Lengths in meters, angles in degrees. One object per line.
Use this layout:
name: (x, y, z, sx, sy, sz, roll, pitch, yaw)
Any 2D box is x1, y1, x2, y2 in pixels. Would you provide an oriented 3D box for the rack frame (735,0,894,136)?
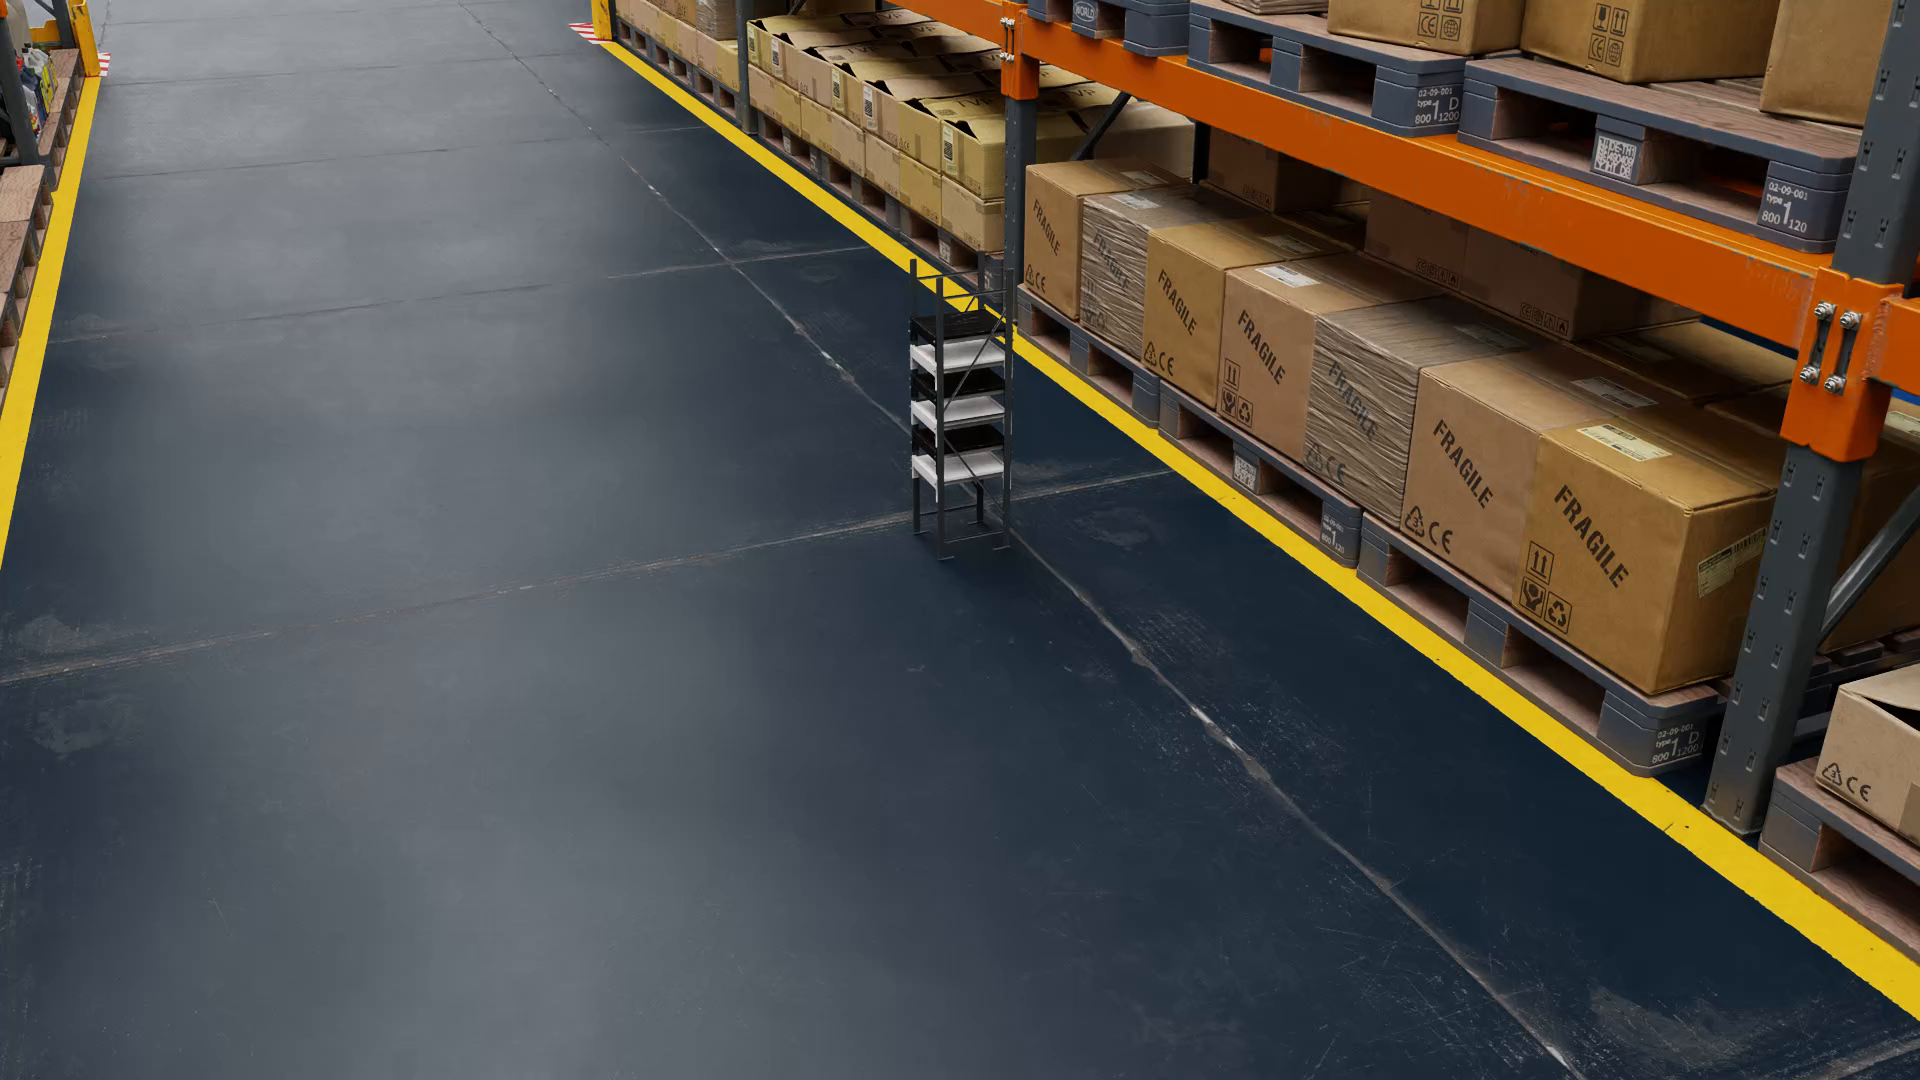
rack frame: (-0.897, -3.997, 10.018, 1.000, 3.000, 0.127, -11, 28, -21)

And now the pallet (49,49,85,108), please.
pallet: (-6.636, -3.158, 11.477, 1.003, 0.211, 1.213, -11, 28, -21)

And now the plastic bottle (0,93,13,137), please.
plastic bottle: (-5.427, -2.436, 9.415, 0.061, 0.283, 0.133, -11, 28, -21)

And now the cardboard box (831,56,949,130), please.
cardboard box: (-0.361, -2.372, 8.706, 0.500, 0.311, 0.500, -10, 28, -19)

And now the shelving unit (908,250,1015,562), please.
shelving unit: (0.003, -0.401, 5.046, 0.258, 0.900, 0.210, -11, 28, -21)

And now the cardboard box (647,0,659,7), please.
cardboard box: (-2.053, -4.246, 12.328, 0.500, 0.500, 0.500, -11, 28, -21)

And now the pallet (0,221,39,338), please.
pallet: (-4.631, -1.091, 7.243, 1.003, 0.211, 1.213, -11, 28, -21)

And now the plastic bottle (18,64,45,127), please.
plastic bottle: (-5.390, -2.552, 9.576, 0.144, 0.351, 0.185, -10, 28, -19)

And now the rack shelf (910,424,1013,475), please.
rack shelf: (0.003, -0.290, 5.100, 0.258, 0.077, 0.200, -11, 28, -21)

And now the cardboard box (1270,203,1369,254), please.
cardboard box: (1.454, -0.910, 6.043, 0.500, 0.500, 0.500, -12, 28, -22)

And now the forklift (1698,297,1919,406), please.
forklift: (2.815, -2.124, 6.260, 1.130, 2.935, 3.031, -10, 28, -19)

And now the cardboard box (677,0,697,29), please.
cardboard box: (-1.664, -3.842, 11.500, 0.500, 0.500, 0.500, -11, 28, -21)

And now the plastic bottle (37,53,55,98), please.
plastic bottle: (-5.772, -2.907, 10.389, 0.152, 0.276, 0.135, -11, 28, -22)

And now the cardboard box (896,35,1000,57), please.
cardboard box: (-0.072, -2.677, 9.330, 0.500, 0.311, 0.500, -11, 28, -21)

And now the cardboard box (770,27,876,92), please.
cardboard box: (-0.773, -2.790, 9.561, 0.500, 0.311, 0.500, -11, 28, -21)

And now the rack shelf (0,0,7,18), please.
rack shelf: (-4.673, -2.017, 6.782, 1.077, 0.370, 4.000, -11, 28, -21)

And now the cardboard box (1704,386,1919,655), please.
cardboard box: (2.271, -0.079, 4.341, 0.500, 0.500, 0.500, -12, 28, -23)

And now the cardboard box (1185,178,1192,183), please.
cardboard box: (0.735, -1.597, 7.758, 0.500, 0.250, 0.500, -11, 28, -21)

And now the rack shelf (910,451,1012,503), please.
rack shelf: (0.003, -0.209, 5.139, 0.258, 0.077, 0.200, -11, 28, -21)

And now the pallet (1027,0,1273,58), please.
pallet: (1.000, -2.034, 6.217, 1.213, 0.211, 1.003, -11, 28, -21)

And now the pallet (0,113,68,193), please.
pallet: (-5.681, -2.173, 9.459, 1.003, 0.211, 1.213, -11, 28, -21)

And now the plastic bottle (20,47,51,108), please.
plastic bottle: (-5.631, -2.800, 10.083, 0.144, 0.351, 0.185, -11, 28, -21)

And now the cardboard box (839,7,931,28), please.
cardboard box: (-0.475, -3.088, 10.172, 0.500, 0.311, 0.500, -11, 28, -21)

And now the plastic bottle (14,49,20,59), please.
plastic bottle: (-5.924, -2.948, 10.464, 0.061, 0.283, 0.133, -11, 28, -21)

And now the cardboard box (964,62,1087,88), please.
cardboard box: (0.324, -2.266, 8.489, 0.500, 0.311, 0.500, -11, 28, -22)

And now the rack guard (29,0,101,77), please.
rack guard: (-6.950, -3.616, 12.087, 1.175, 0.500, 0.348, -11, 28, -21)

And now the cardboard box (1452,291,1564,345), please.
cardboard box: (1.863, -0.495, 5.194, 0.500, 0.500, 0.500, -10, 28, -20)

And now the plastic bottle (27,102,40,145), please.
plastic bottle: (-5.178, -2.323, 9.197, 0.097, 0.271, 0.097, 0, 26, 0)

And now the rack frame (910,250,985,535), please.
rack frame: (-0.037, -0.442, 5.130, 0.240, 0.900, 0.006, -11, 28, -21)

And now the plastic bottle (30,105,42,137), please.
plastic bottle: (-5.257, -2.374, 9.381, 0.097, 0.201, 0.097, 0, 26, 0)

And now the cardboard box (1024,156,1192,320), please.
cardboard box: (0.585, -1.224, 6.685, 0.500, 0.500, 0.500, -9, 28, -18)

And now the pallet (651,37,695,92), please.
pallet: (-1.652, -3.566, 12.312, 1.003, 0.211, 1.213, -11, 28, -21)

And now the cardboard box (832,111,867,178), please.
cardboard box: (-0.364, -2.124, 8.837, 0.500, 0.250, 0.500, -10, 28, -20)

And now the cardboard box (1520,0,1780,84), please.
cardboard box: (1.929, -1.497, 4.306, 0.700, 0.500, 0.500, -6, 27, -12)

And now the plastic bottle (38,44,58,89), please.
plastic bottle: (-5.837, -3.029, 10.630, 0.061, 0.283, 0.133, -10, 28, -19)

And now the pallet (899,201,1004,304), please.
pallet: (0.383, -1.468, 8.017, 1.003, 0.211, 1.213, -11, 28, -21)

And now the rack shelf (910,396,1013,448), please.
rack shelf: (0.003, -0.371, 5.060, 0.258, 0.077, 0.200, -11, 28, -21)

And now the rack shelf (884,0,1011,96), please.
rack shelf: (-0.114, -2.866, 8.522, 1.077, 0.370, 4.000, -11, 28, -21)

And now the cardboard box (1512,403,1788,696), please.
cardboard box: (1.779, 0.008, 4.162, 0.500, 0.500, 0.500, -11, 28, -21)

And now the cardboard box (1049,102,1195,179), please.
cardboard box: (0.735, -1.849, 7.635, 0.500, 0.311, 0.500, -10, 28, -19)

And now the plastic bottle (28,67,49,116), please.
plastic bottle: (-5.491, -2.672, 9.898, 0.061, 0.283, 0.133, -9, 28, -18)

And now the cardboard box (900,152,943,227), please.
cardboard box: (0.034, -1.713, 7.996, 0.500, 0.250, 0.500, -11, 28, -21)

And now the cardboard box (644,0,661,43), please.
cardboard box: (-2.064, -3.907, 12.489, 0.500, 0.250, 0.500, -11, 28, -21)

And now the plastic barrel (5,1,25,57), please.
plastic barrel: (-6.498, -3.378, 11.107, 0.421, 0.512, 0.421, 0, 26, 0)

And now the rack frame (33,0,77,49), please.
rack frame: (-7.023, -4.762, 11.585, 1.000, 3.000, 0.127, -11, 28, -21)

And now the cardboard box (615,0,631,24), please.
cardboard box: (-2.458, -4.310, 13.314, 0.500, 0.250, 0.500, -11, 28, -21)

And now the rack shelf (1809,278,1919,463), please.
rack shelf: (3.019, 0.363, 1.907, 1.077, 0.370, 4.000, -11, 28, -21)

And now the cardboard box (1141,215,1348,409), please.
cardboard box: (0.987, -0.810, 5.838, 0.500, 0.500, 0.500, -11, 28, -21)

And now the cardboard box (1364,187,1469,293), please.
cardboard box: (1.682, -1.022, 5.417, 0.500, 0.250, 0.500, -11, 28, -22)

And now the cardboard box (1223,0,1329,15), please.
cardboard box: (1.202, -1.979, 5.292, 0.700, 0.500, 0.500, -5, 27, -11)

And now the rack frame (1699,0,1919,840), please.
rack frame: (2.236, -0.767, 3.403, 1.000, 3.000, 0.127, -11, 28, -21)

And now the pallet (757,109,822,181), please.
pallet: (-0.573, -2.453, 10.034, 1.003, 0.211, 1.213, -11, 28, -21)

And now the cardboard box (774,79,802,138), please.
cardboard box: (-0.768, -2.538, 9.685, 0.500, 0.250, 0.500, -10, 28, -19)

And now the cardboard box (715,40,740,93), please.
cardboard box: (-1.280, -3.100, 10.835, 0.500, 0.250, 0.500, -11, 28, -21)

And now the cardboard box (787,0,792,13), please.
cardboard box: (-0.994, -3.729, 11.269, 0.500, 0.500, 0.500, -11, 28, -21)

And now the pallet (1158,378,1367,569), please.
pallet: (1.401, -0.329, 5.684, 1.003, 0.211, 1.213, -11, 28, -21)

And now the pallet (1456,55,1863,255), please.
pallet: (2.023, -1.023, 4.144, 1.003, 0.211, 1.213, -11, 28, -21)

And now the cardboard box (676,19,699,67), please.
cardboard box: (-1.676, -3.503, 11.660, 0.500, 0.250, 0.500, -11, 28, -21)

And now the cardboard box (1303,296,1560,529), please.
cardboard box: (1.397, -0.395, 4.988, 0.500, 0.500, 0.500, -10, 28, -20)

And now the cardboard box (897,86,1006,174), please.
cardboard box: (0.028, -1.965, 7.872, 0.500, 0.311, 0.500, -11, 28, -21)
